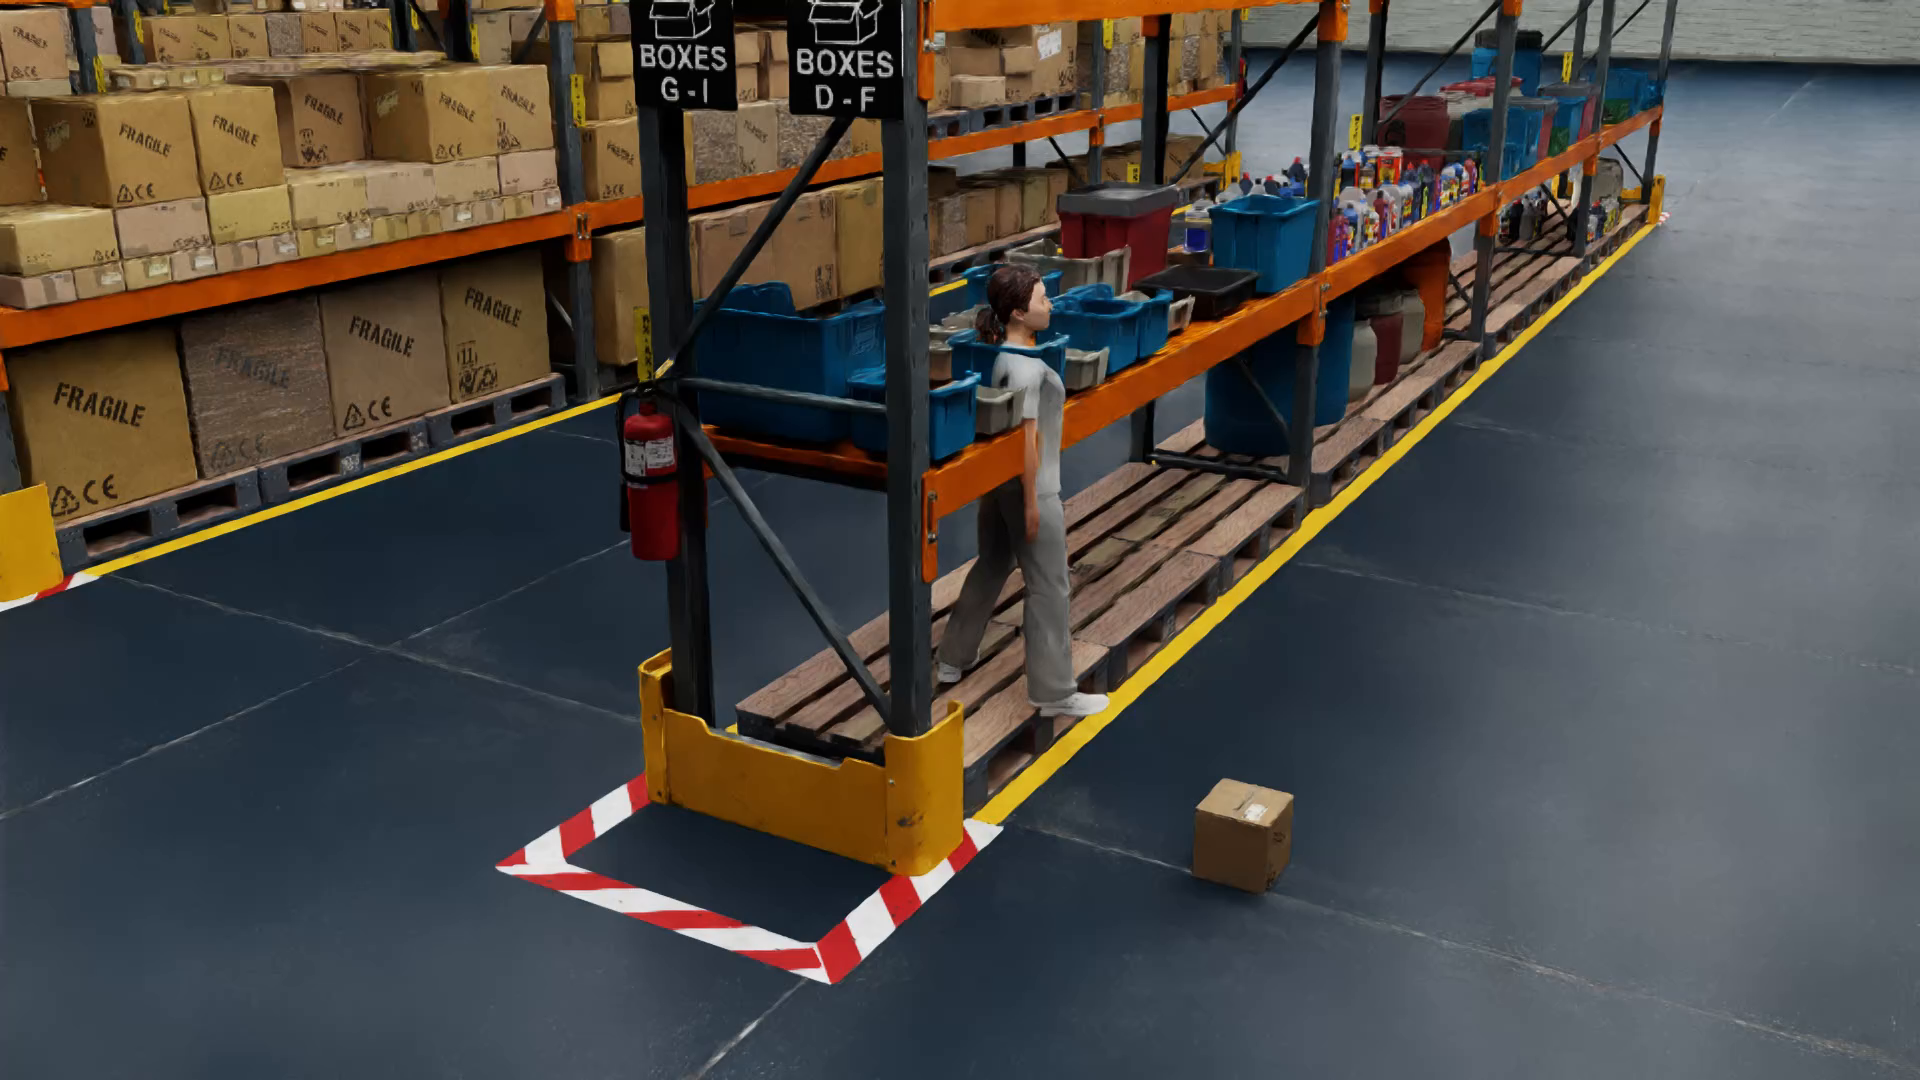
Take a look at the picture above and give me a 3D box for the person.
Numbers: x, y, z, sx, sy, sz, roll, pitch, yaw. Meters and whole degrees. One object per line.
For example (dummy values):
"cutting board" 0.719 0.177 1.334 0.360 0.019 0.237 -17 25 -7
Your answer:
"person" 0.206 -0.195 6.136 0.560 1.665 0.617 -7 21 -19
